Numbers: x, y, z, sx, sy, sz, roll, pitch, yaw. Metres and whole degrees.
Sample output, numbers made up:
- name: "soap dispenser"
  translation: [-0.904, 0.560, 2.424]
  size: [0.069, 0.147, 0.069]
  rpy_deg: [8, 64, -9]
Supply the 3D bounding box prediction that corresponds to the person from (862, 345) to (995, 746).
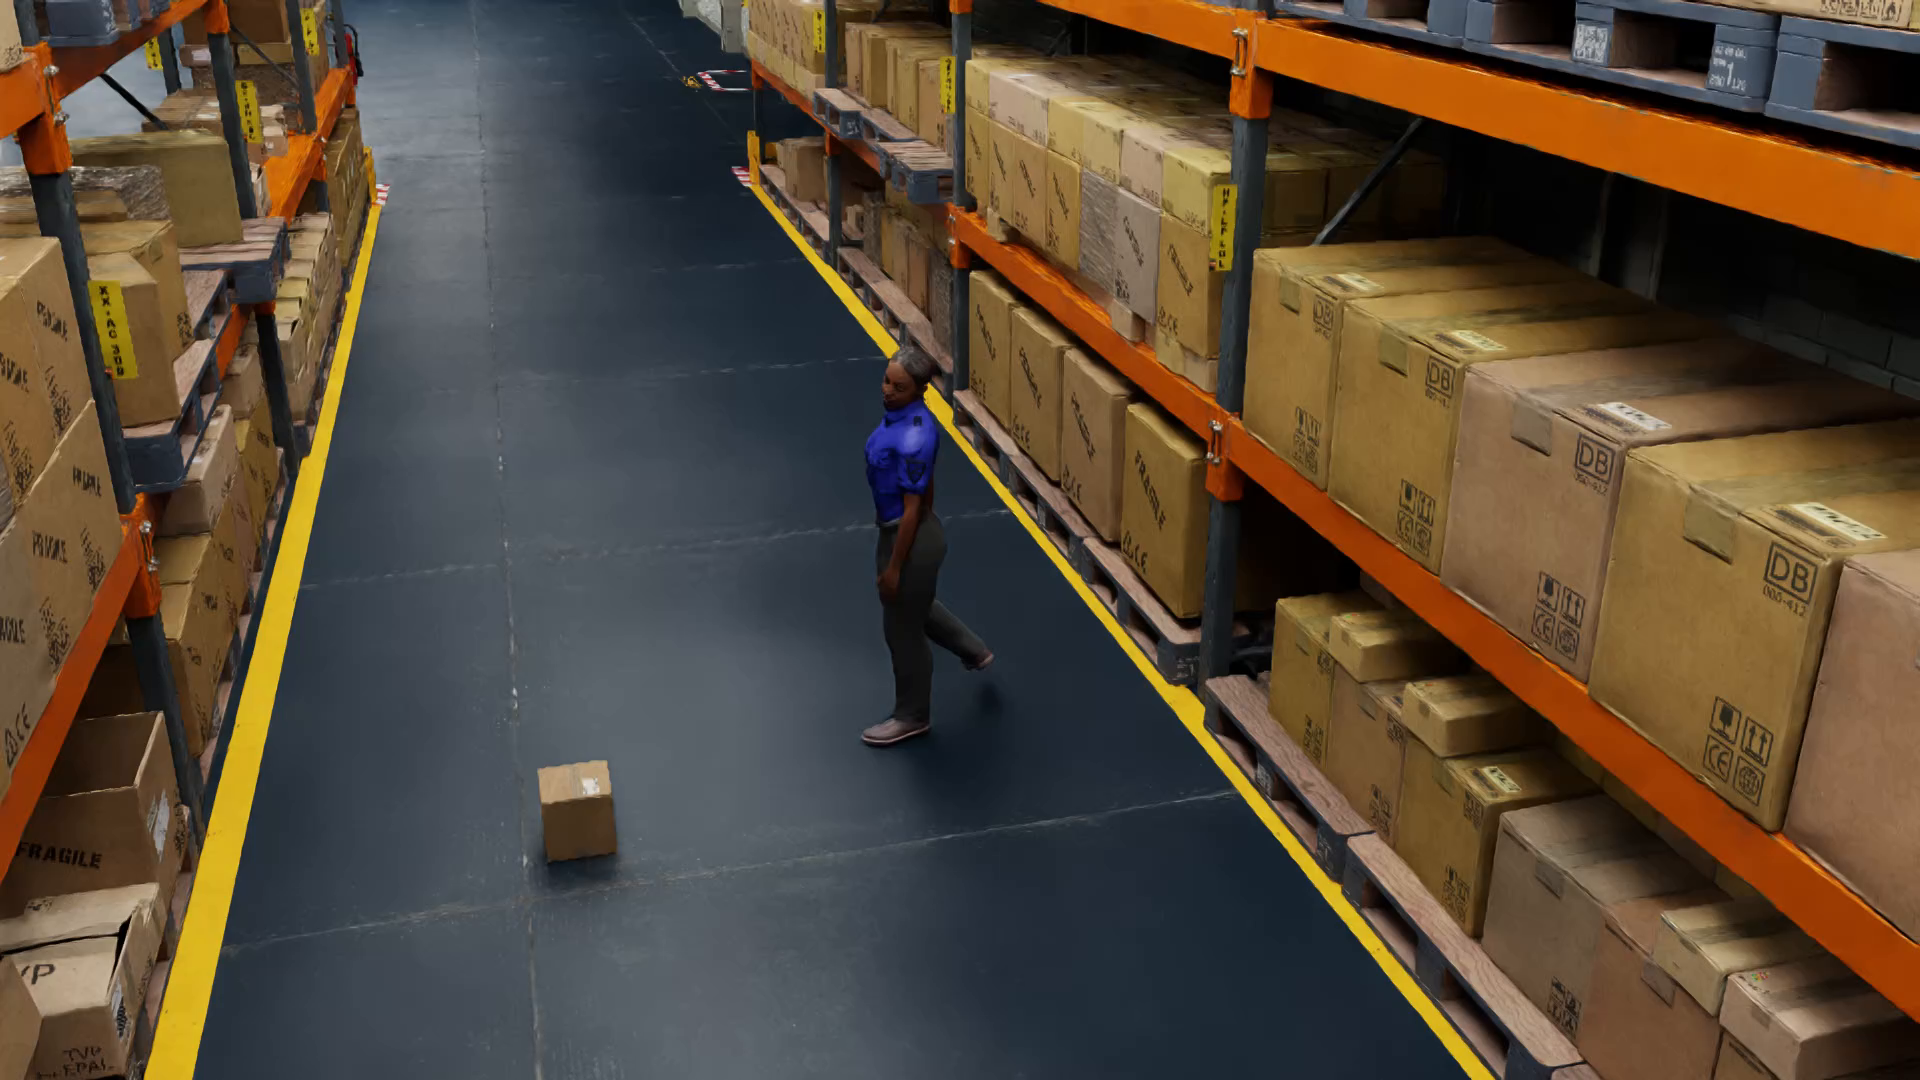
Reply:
- name: "person"
  translation: [-0.131, -0.014, 6.640]
  size: [0.583, 1.656, 0.637]
  rpy_deg: [-3, 23, -6]
